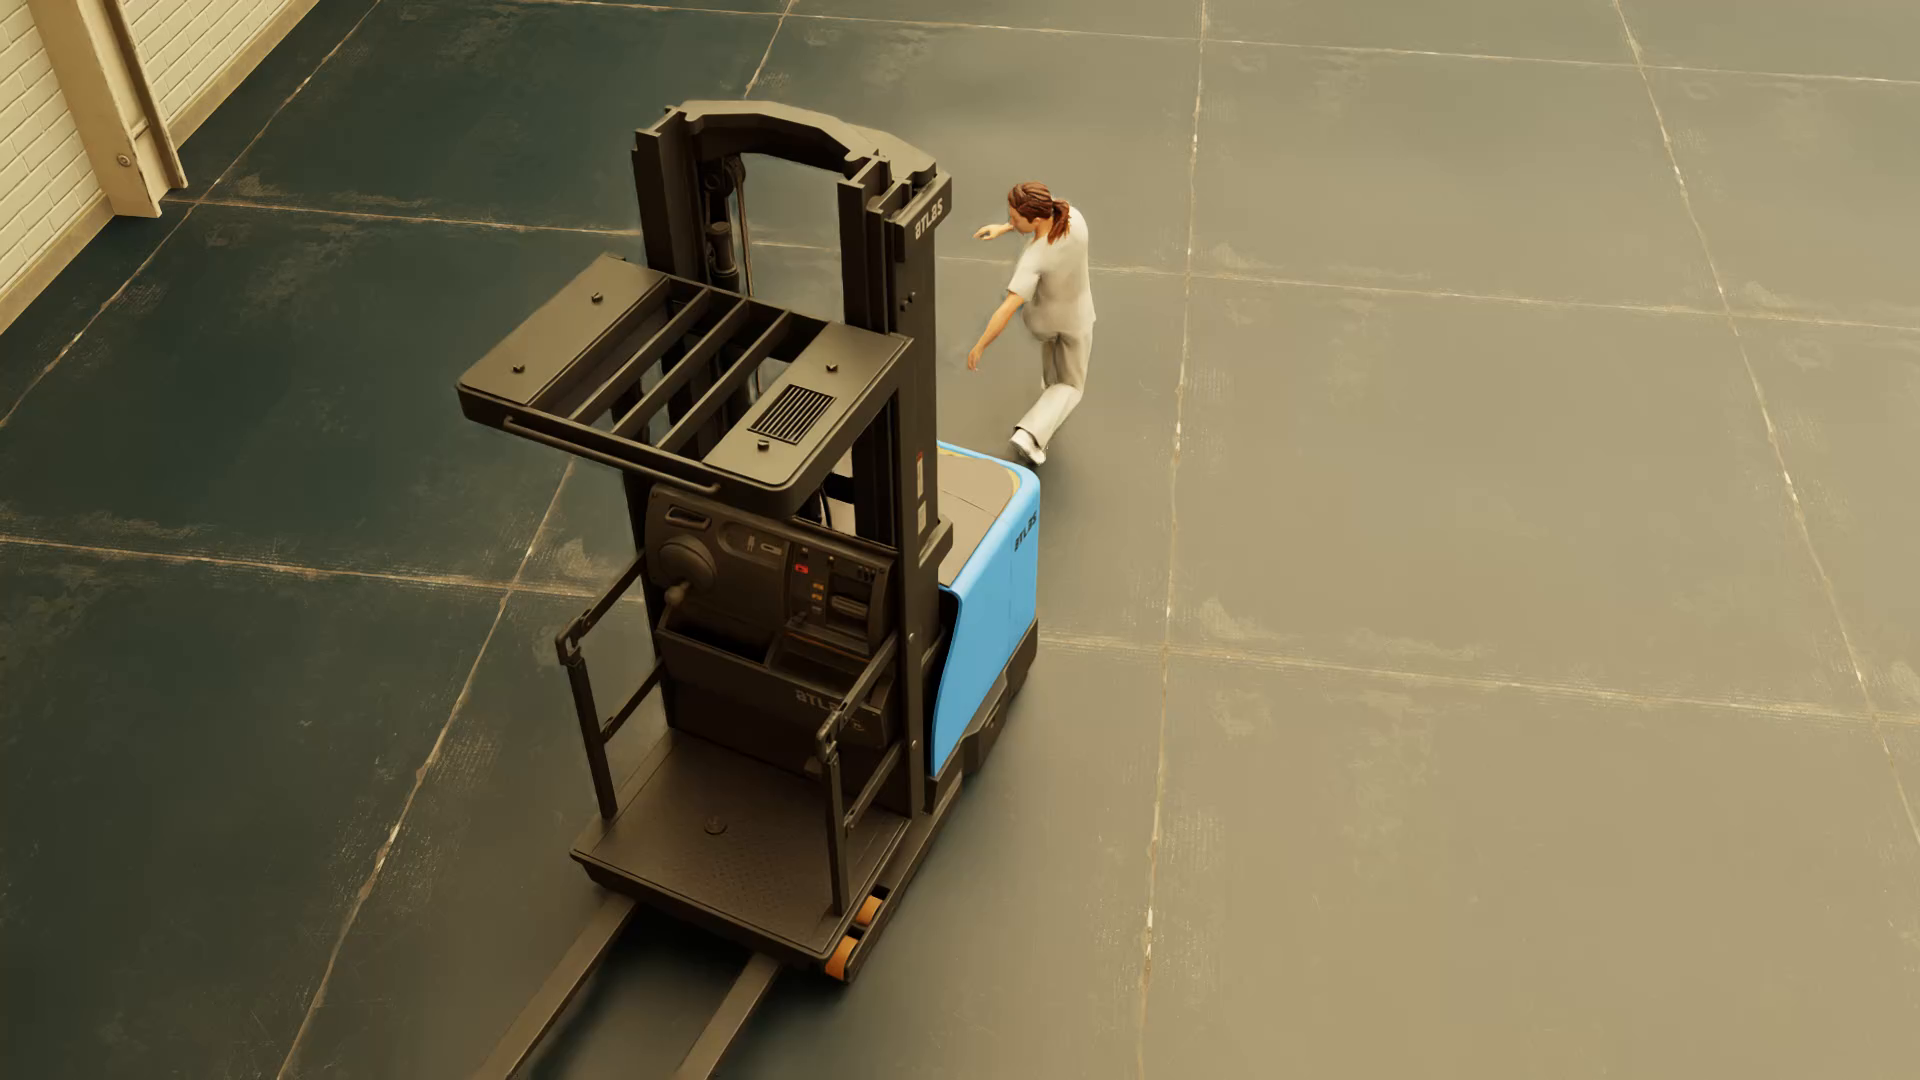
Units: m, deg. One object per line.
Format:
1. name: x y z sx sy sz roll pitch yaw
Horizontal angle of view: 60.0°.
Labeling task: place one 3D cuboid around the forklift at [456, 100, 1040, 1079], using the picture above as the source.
1. forklift: -0.754 0.196 5.510 1.130 2.935 3.031 18 45 18

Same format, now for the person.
1. person: 0.351 -1.093 8.073 0.627 1.443 0.929 1 43 1
